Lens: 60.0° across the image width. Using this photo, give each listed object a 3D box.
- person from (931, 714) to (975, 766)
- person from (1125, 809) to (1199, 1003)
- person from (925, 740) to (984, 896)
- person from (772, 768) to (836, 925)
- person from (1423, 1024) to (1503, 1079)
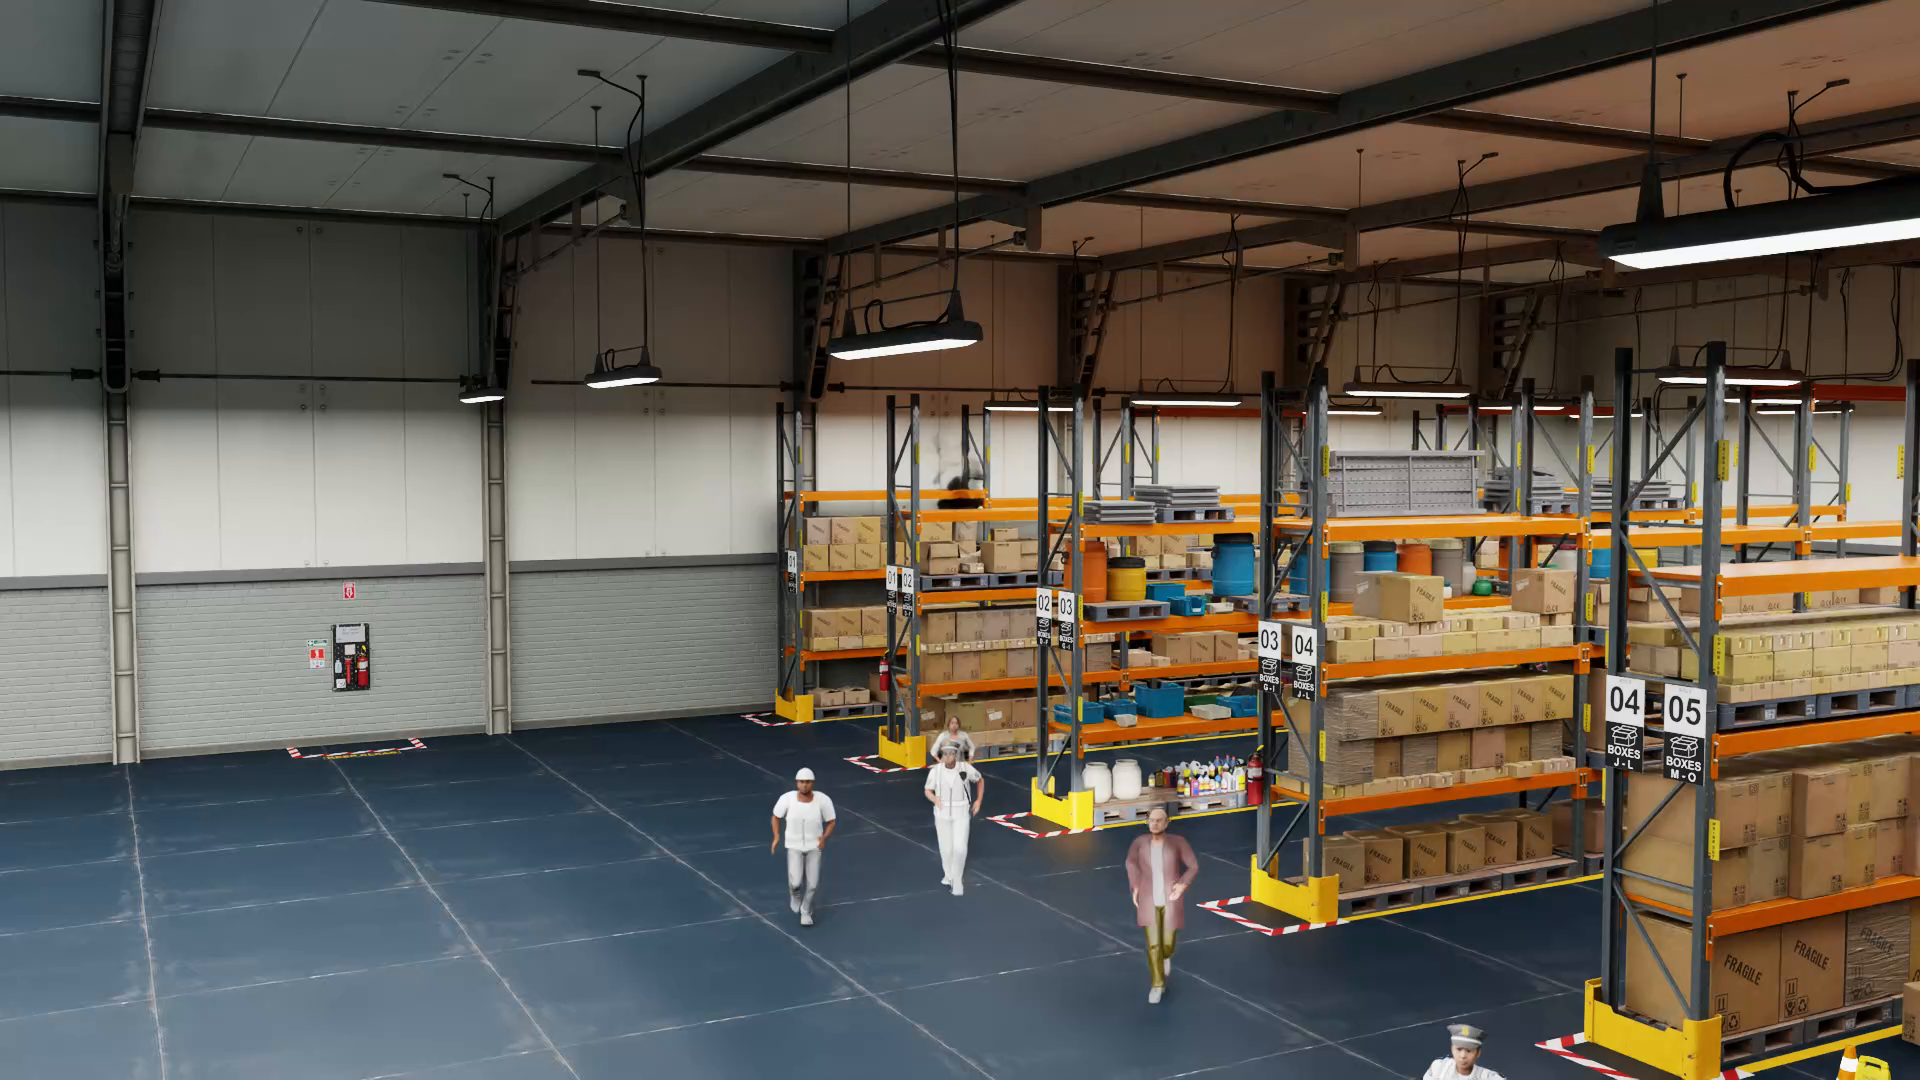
[{"bbox_3d":[-0.100,3.105,22.101,0.582,1.583,0.908,0,3,4],"label":"person"},{"bbox_3d":[1.893,3.409,15.716,0.701,1.763,0.761,1,3,14],"label":"person"},{"bbox_3d":[-0.081,3.215,19.274,0.671,1.809,0.737,0,3,8],"label":"person"},{"bbox_3d":[-1.674,3.296,17.861,0.695,1.710,0.620,0,3,-5],"label":"person"},{"bbox_3d":[3.096,3.766,10.132,0.581,1.756,0.953,1,3,21],"label":"person"}]
